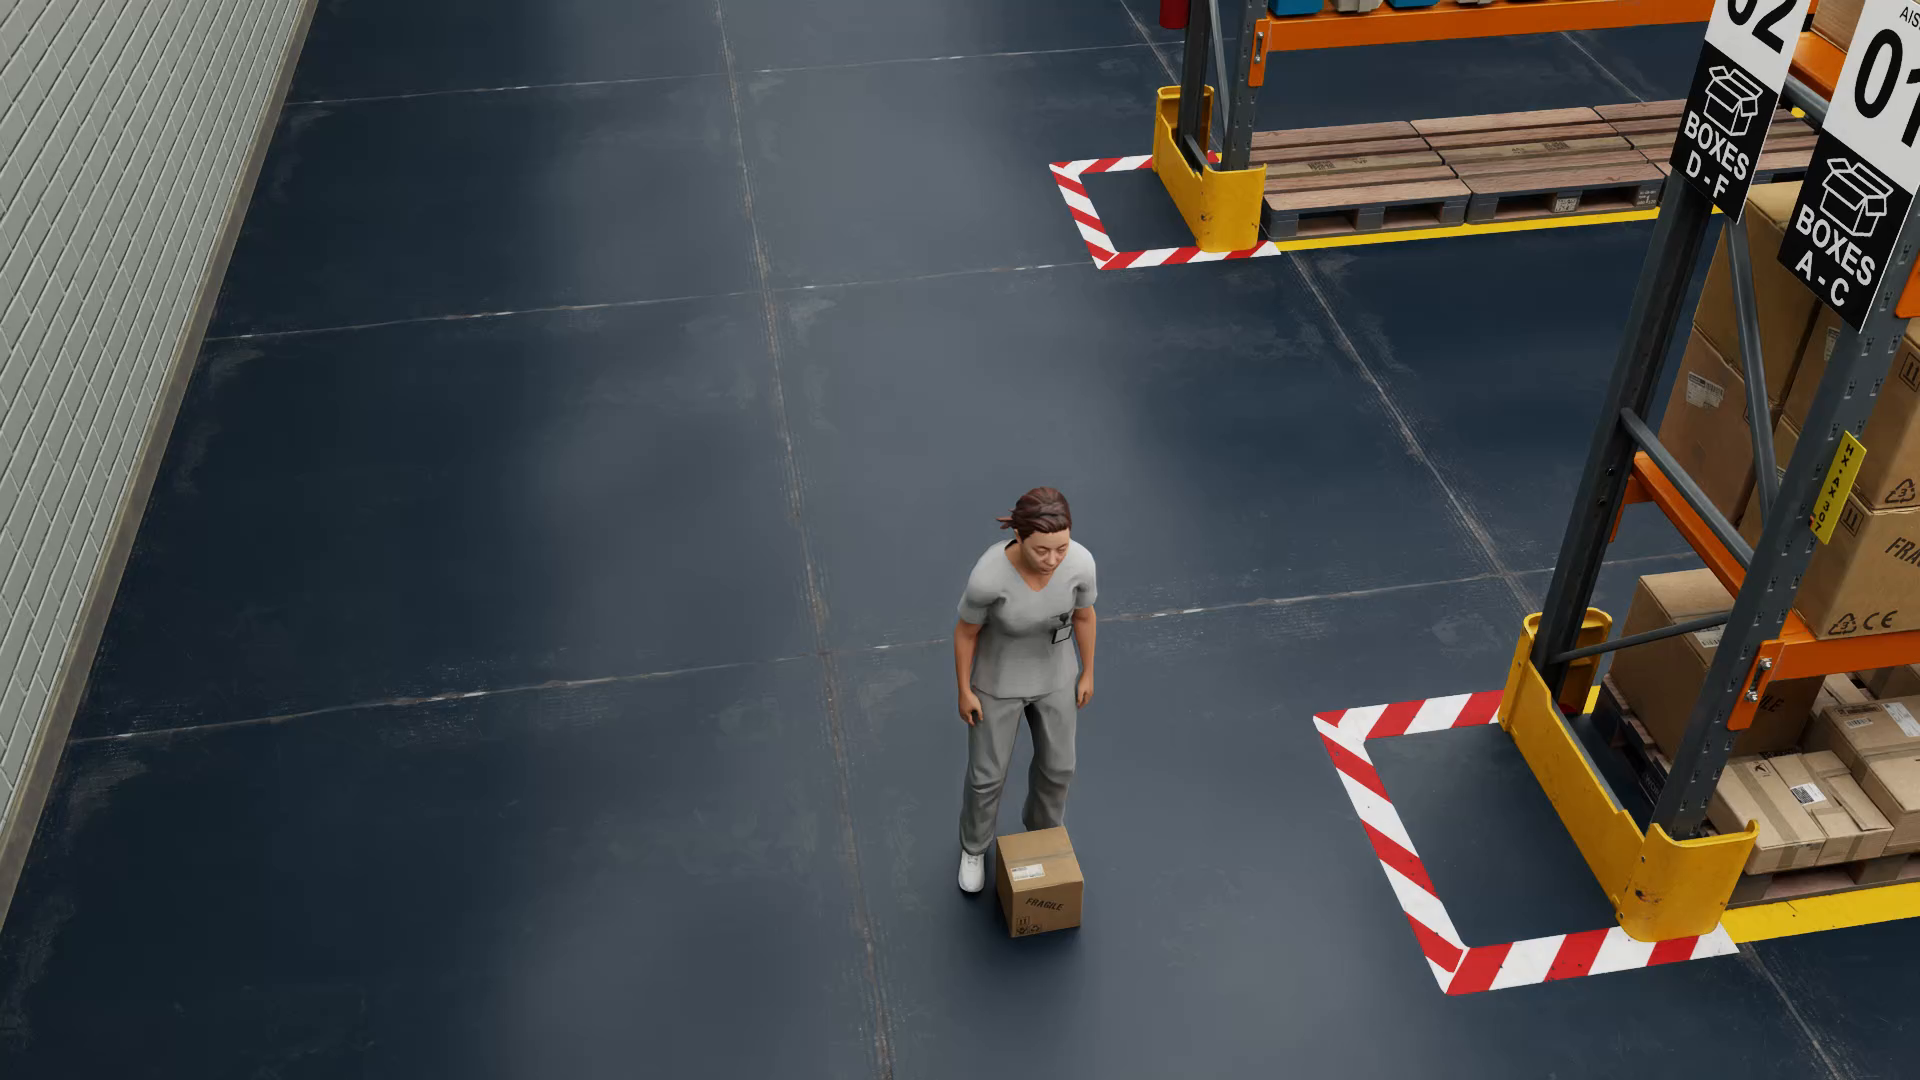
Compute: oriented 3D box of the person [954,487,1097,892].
[{"bbox_3d":[0.216,0.494,5.558,0.499,1.650,0.362,-8,39,-10],"label":"person"}]
